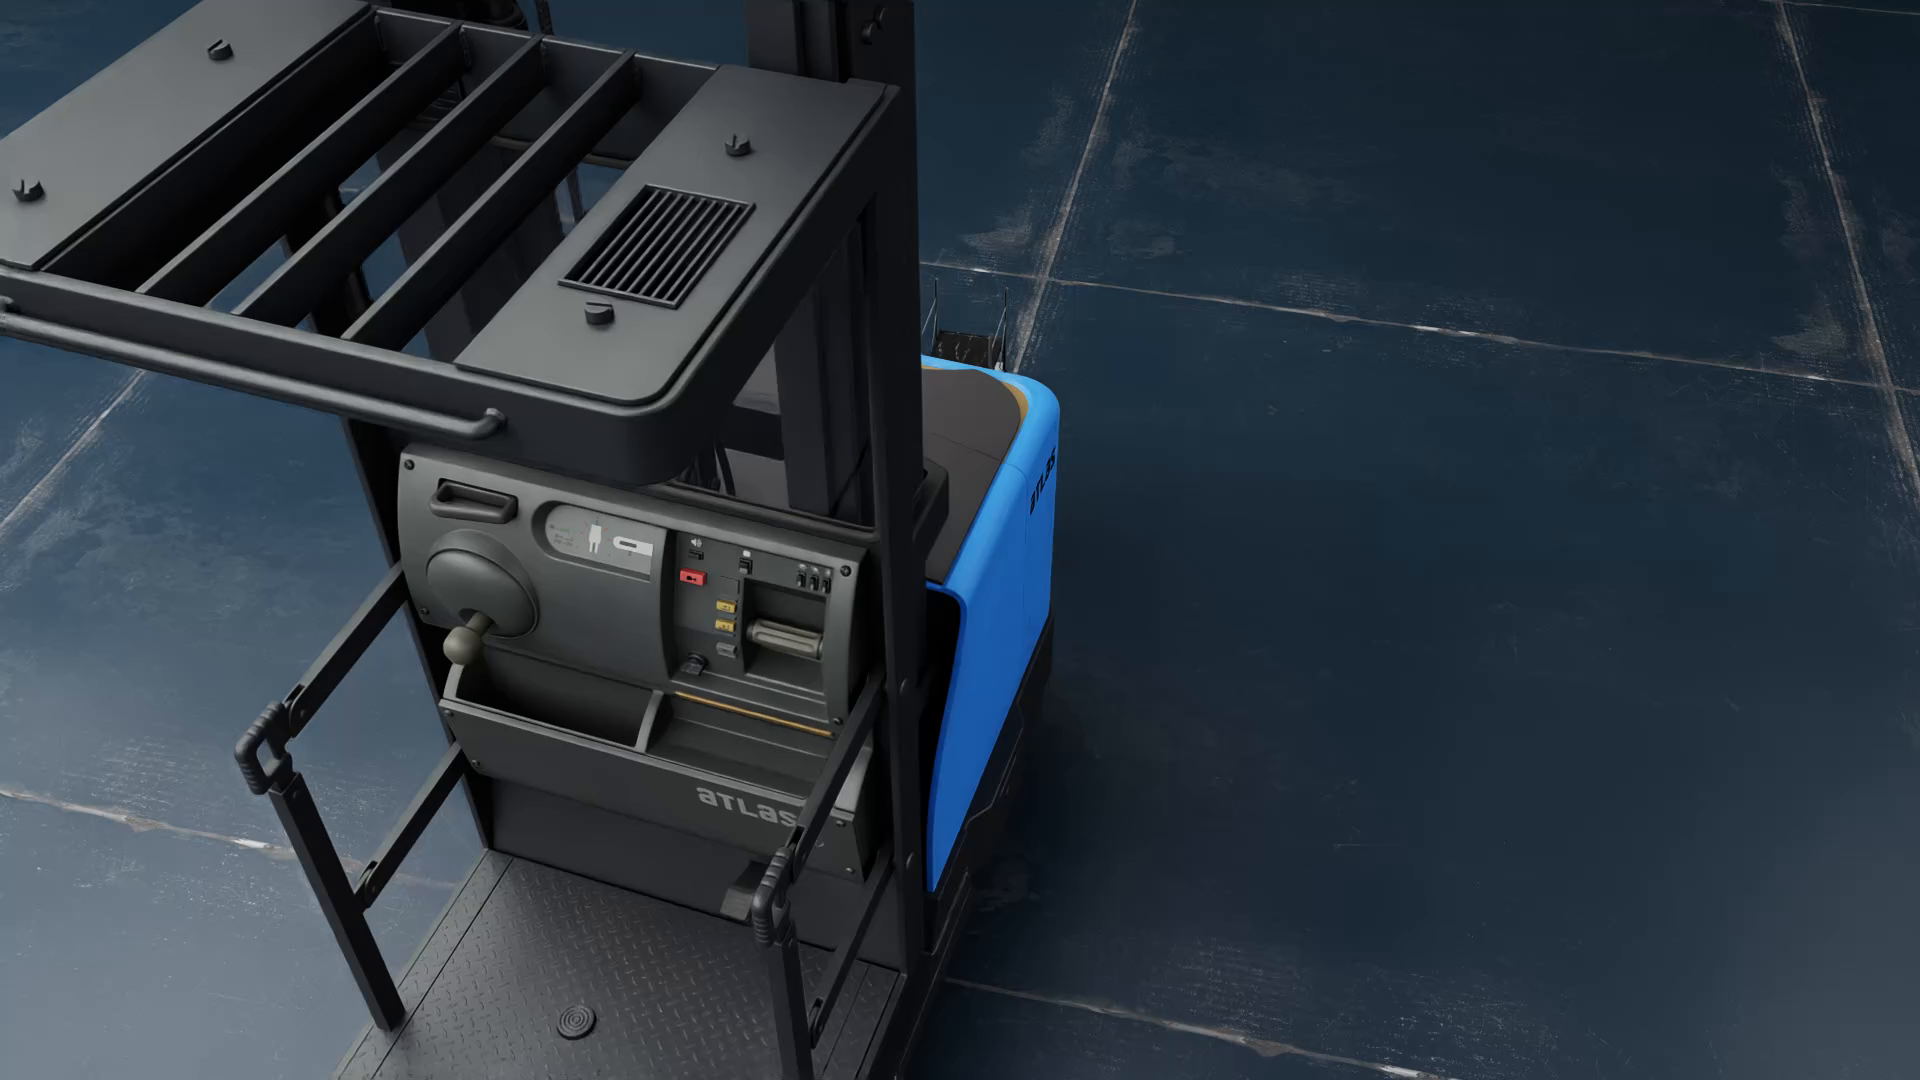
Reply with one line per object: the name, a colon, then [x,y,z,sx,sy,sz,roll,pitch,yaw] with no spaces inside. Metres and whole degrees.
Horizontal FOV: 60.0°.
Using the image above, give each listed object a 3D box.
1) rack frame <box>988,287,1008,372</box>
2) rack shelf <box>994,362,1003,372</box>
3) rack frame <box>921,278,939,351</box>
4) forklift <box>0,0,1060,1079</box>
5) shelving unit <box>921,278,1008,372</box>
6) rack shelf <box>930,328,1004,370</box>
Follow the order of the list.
rack frame: [0.107,-0.308,4.921,0.006,0.900,0.240,9,45,9]
rack shelf: [0.008,-0.429,4.835,0.200,0.077,0.258,9,45,9]
rack frame: [-0.091,-0.338,4.953,0.006,0.900,0.240,9,45,9]
forklift: [-0.693,0.188,2.941,1.130,2.935,3.031,13,45,13]
shelving unit: [0.008,-0.323,4.937,0.210,0.900,0.258,9,45,9]
rack shelf: [0.008,-0.493,4.773,0.200,0.077,0.258,9,45,9]
